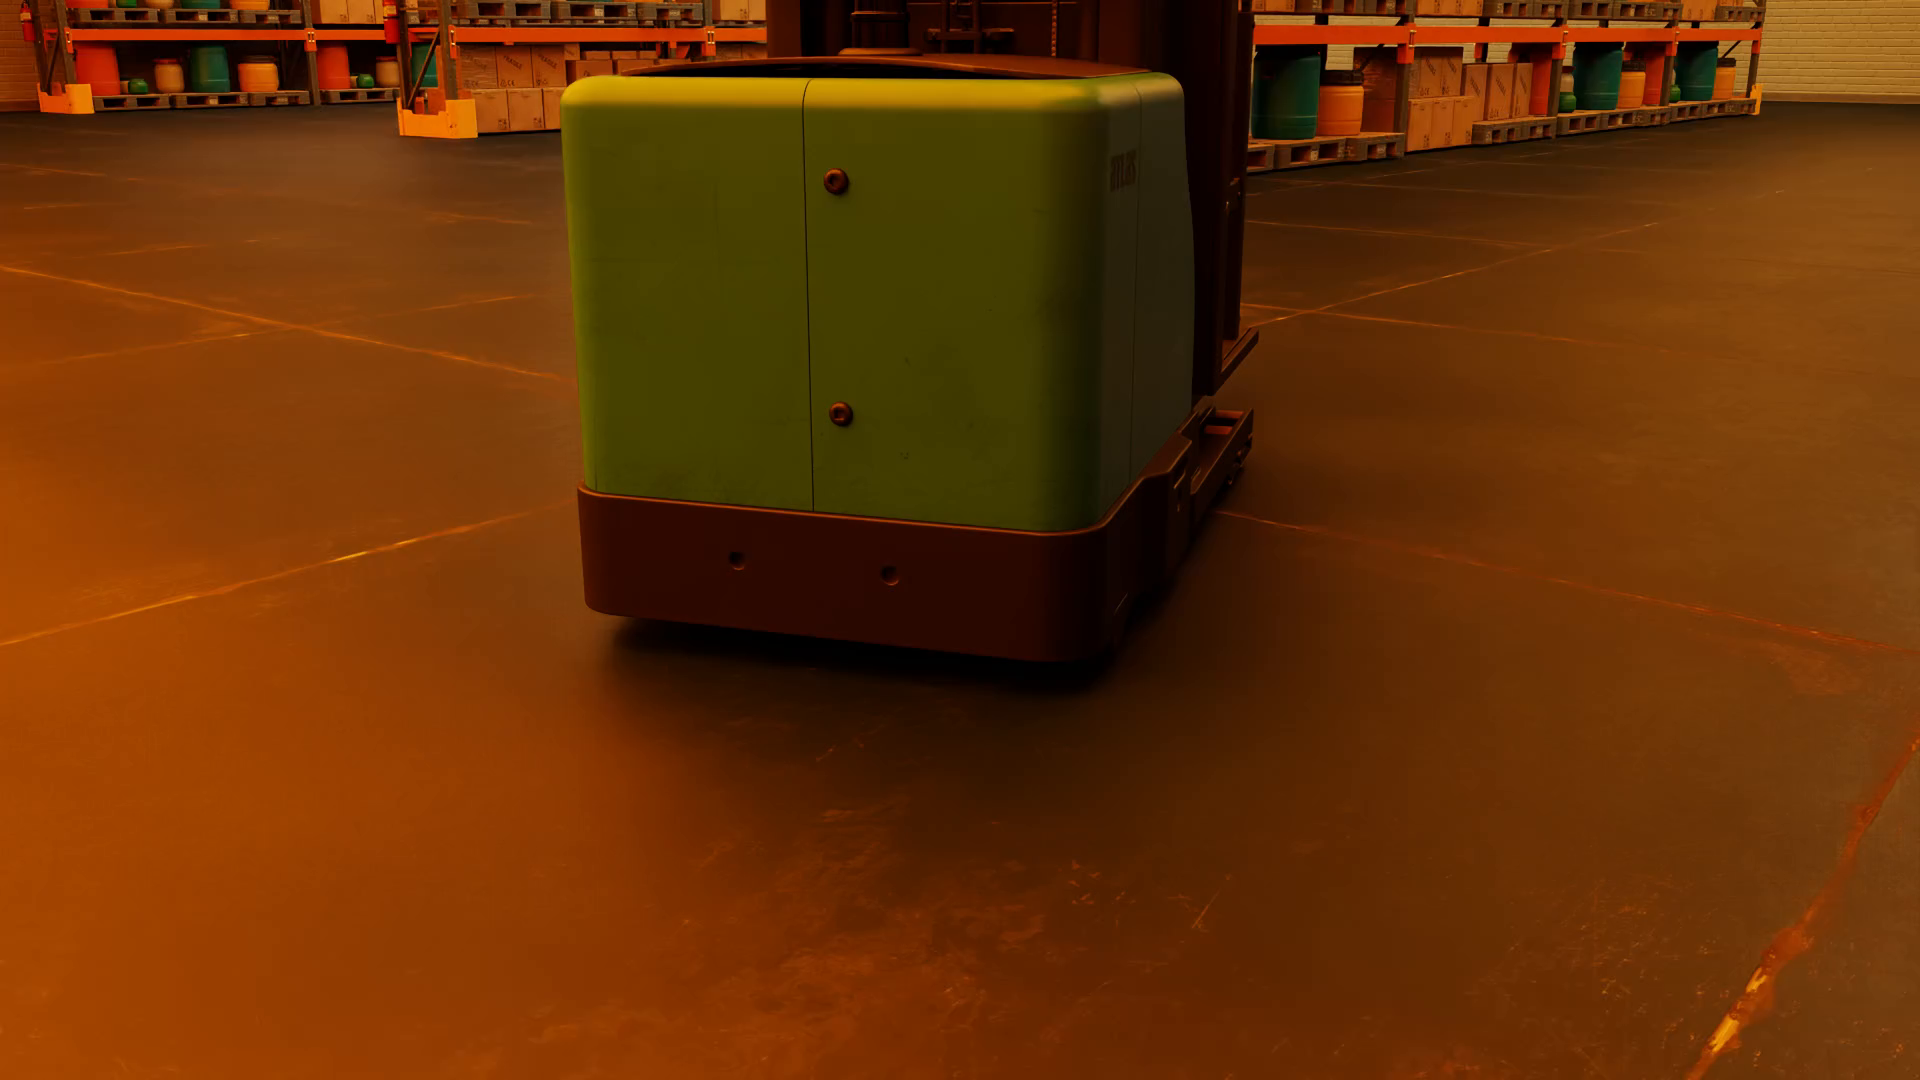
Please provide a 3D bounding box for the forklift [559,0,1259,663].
[{"bbox_3d":[0.182,-1.571,4.072,1.130,2.935,3.031,5,18,17],"label":"forklift"}]
